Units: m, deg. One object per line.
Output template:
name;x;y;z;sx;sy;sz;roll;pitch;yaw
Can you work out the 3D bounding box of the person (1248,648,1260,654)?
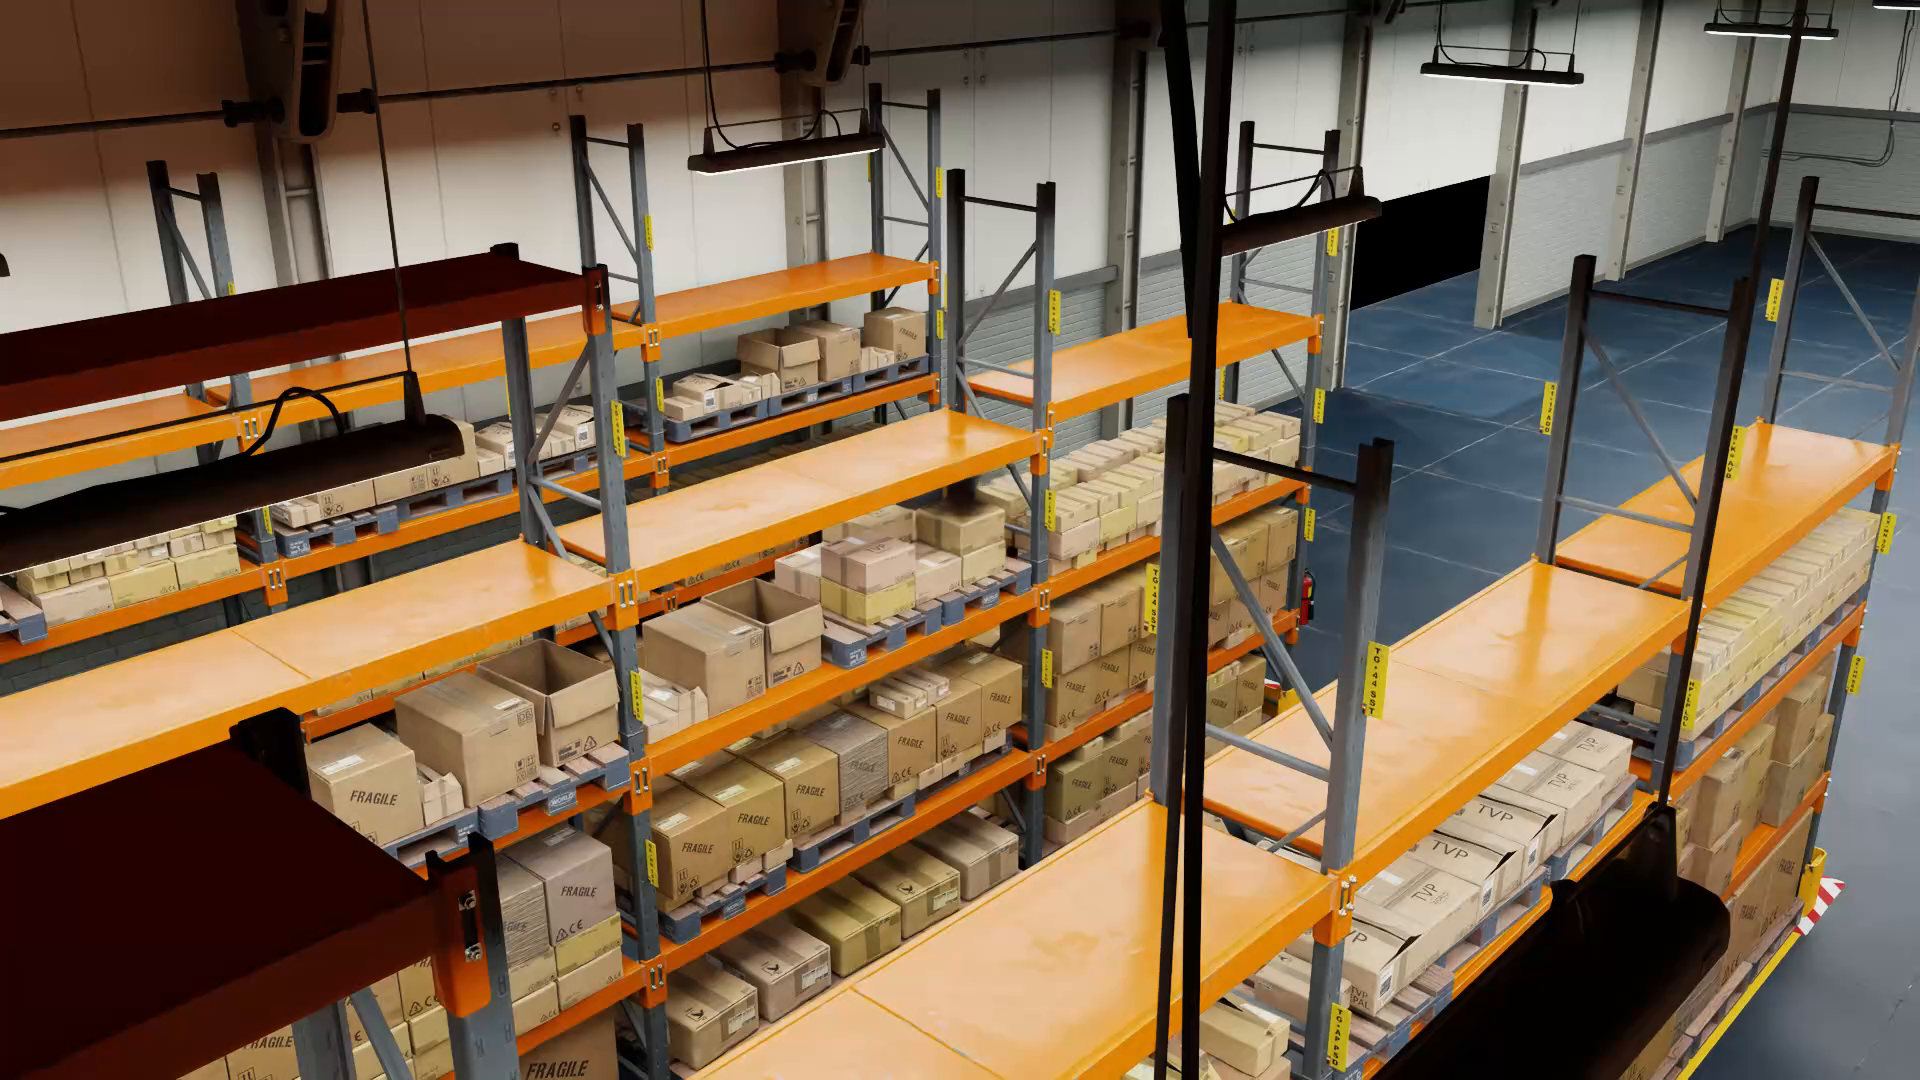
person;3.201;0.510;18.341;0.552;1.733;0.429;-17;27;-36
